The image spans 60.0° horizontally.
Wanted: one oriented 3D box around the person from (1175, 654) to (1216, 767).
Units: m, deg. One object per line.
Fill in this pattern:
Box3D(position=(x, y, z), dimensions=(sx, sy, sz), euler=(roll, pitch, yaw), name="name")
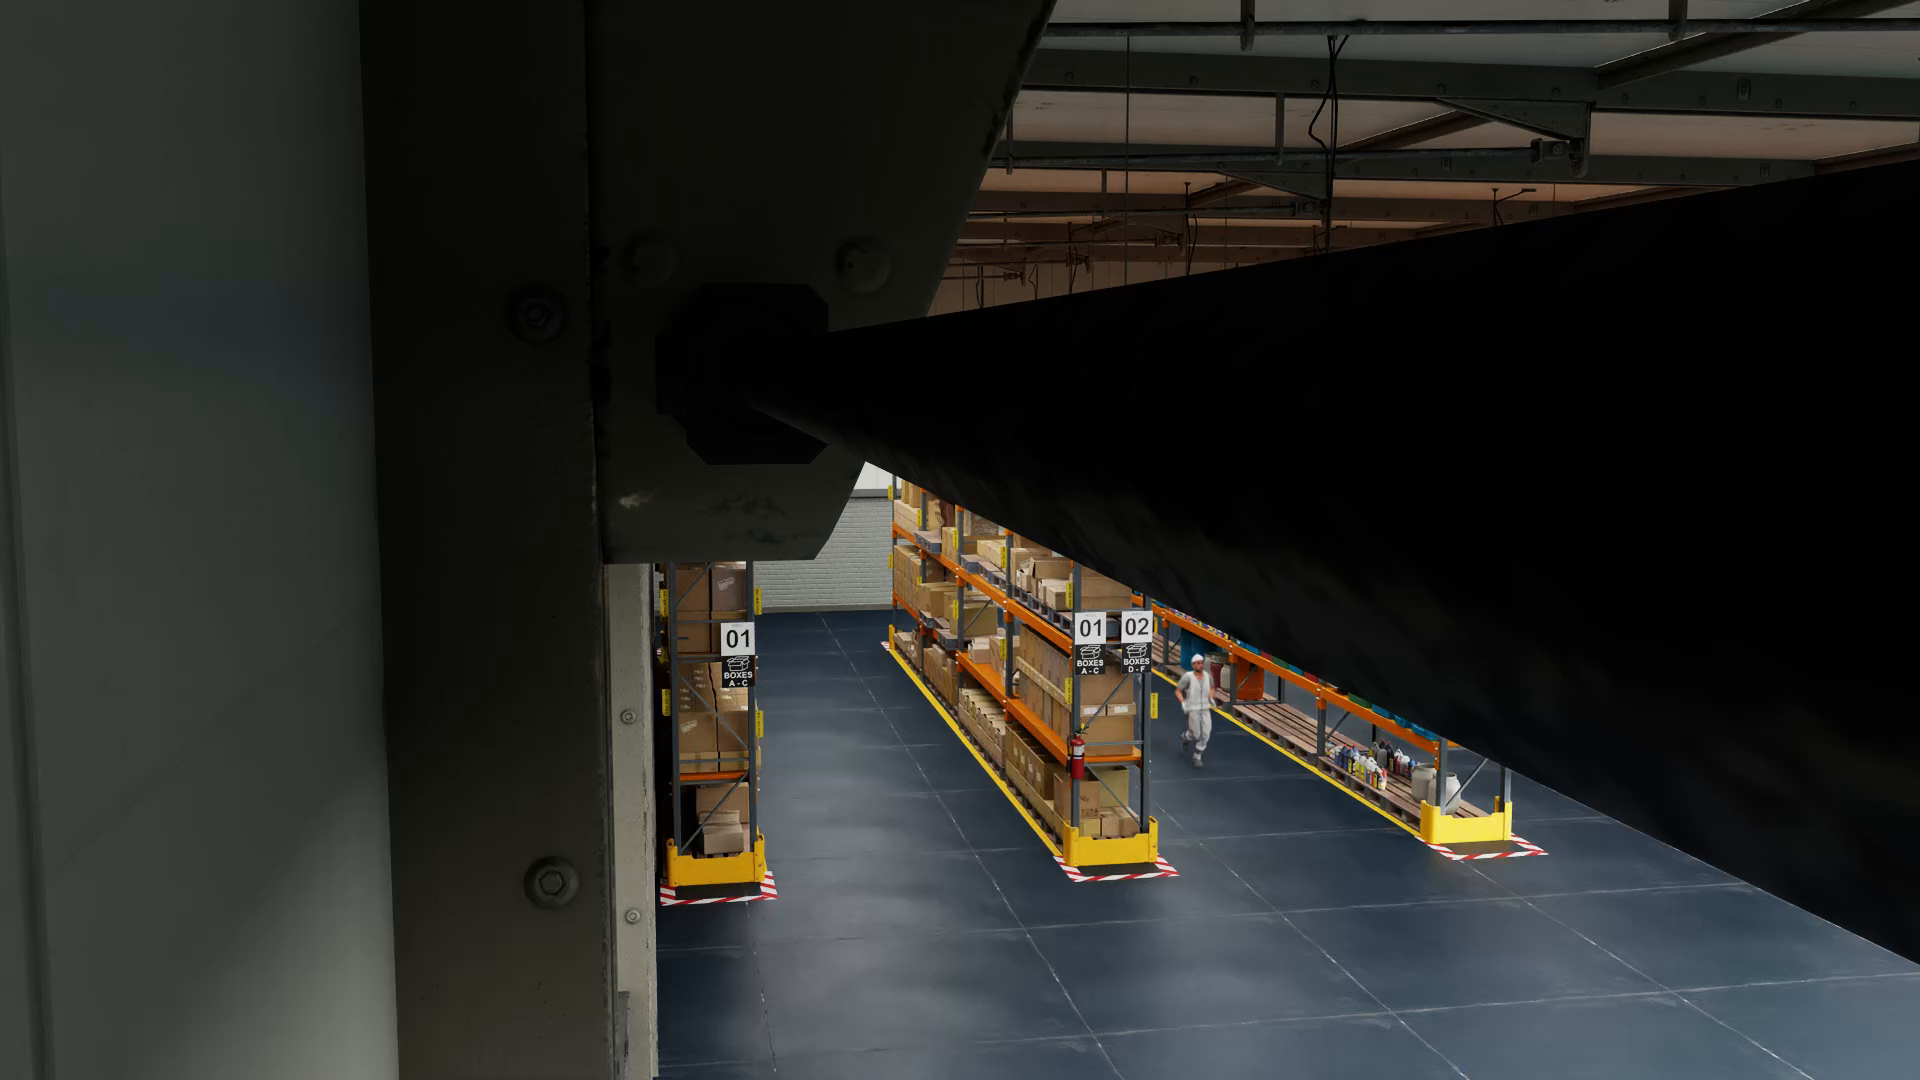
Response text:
Box3D(position=(3.713, 2.658, 26.129), dimensions=(0.670, 1.752, 0.611), euler=(-2, 6, -18), name="person")
